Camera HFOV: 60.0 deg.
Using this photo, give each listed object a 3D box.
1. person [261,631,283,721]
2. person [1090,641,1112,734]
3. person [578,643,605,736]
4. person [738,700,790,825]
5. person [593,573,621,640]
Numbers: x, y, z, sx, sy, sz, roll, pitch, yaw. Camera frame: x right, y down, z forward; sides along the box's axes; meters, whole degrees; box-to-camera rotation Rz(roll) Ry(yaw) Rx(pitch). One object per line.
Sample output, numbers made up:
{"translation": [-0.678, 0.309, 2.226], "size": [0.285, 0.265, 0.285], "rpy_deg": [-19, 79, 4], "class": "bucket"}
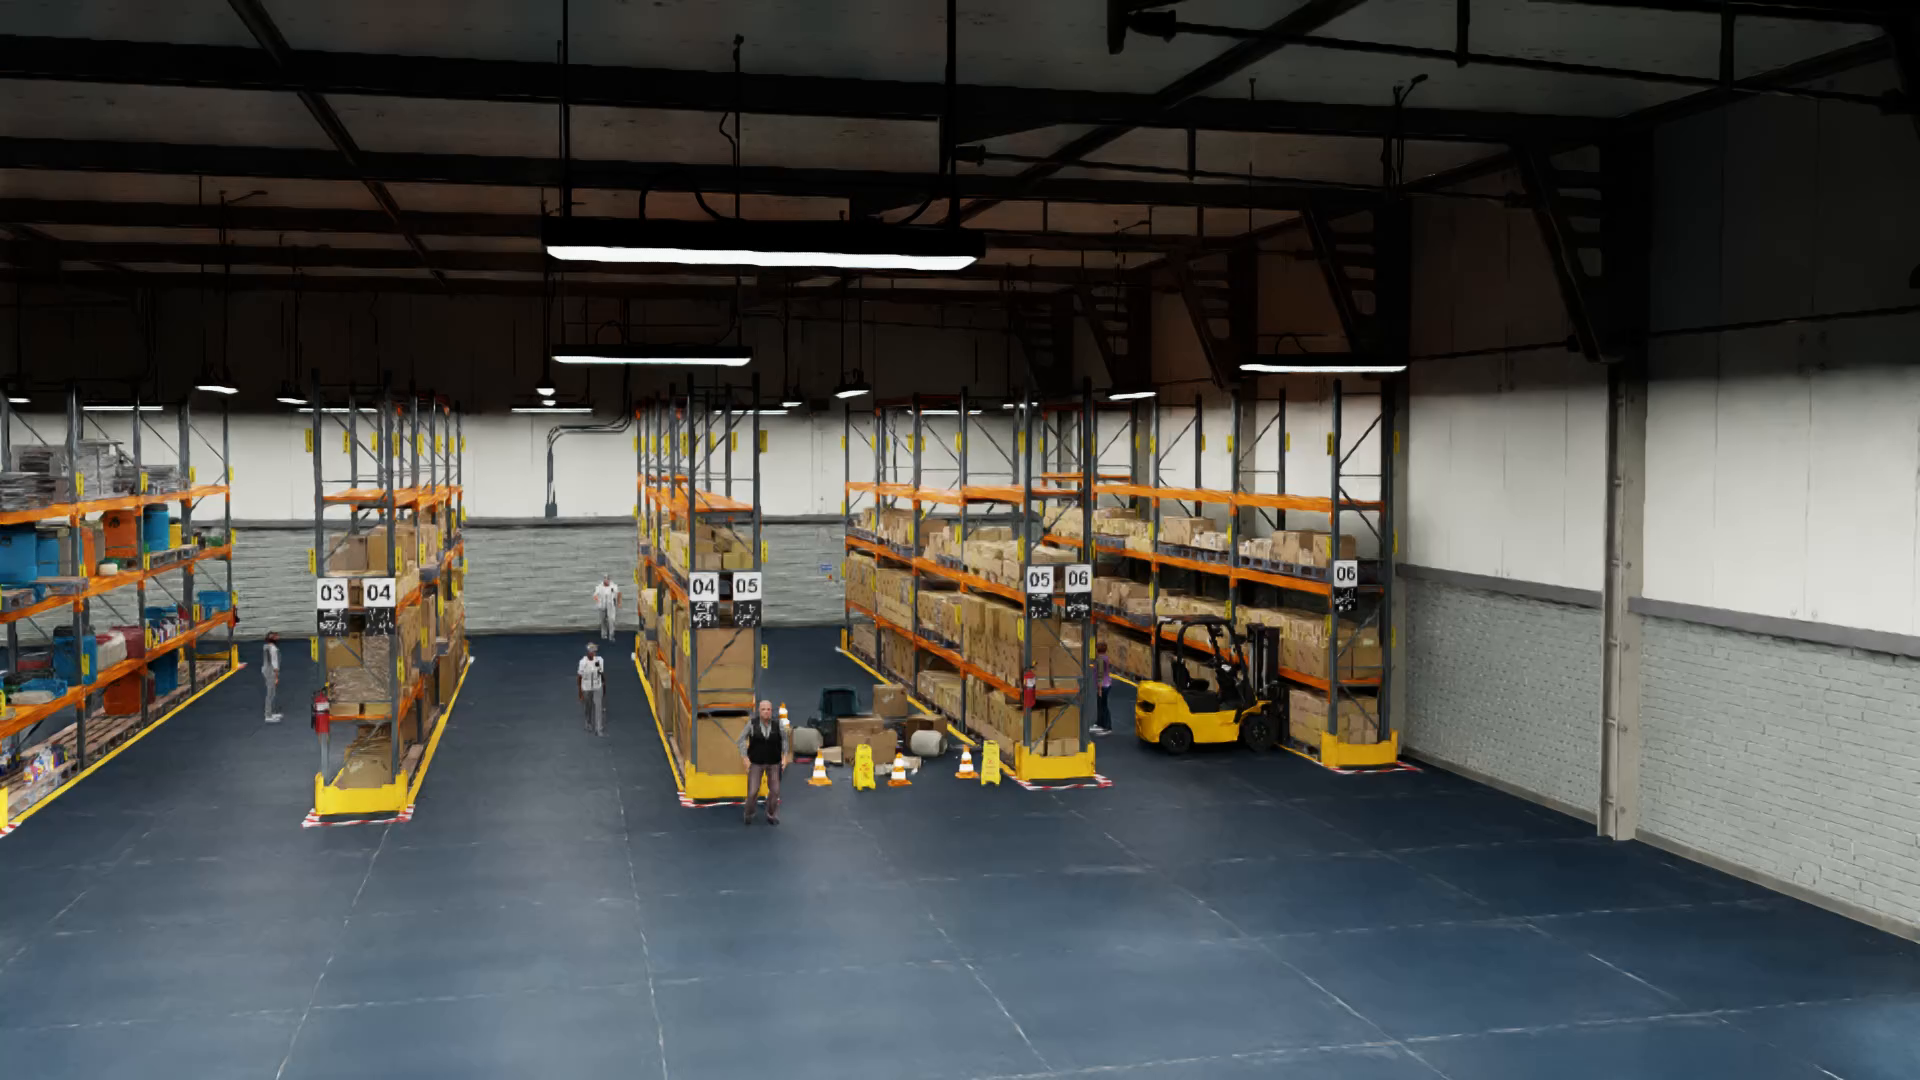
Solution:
{"translation": [-12.439, 2.449, 30.125], "size": [0.419, 1.603, 0.504], "rpy_deg": [-3, 4, -41], "class": "person"}
{"translation": [2.427, 2.587, 28.706], "size": [0.450, 1.495, 0.467], "rpy_deg": [1, 3, 17], "class": "person"}
{"translation": [-6.333, 2.540, 28.587], "size": [0.456, 1.589, 1.088], "rpy_deg": [-1, 3, -11], "class": "person"}
{"translation": [-2.568, 2.916, 21.788], "size": [0.677, 1.671, 0.534], "rpy_deg": [-1, 3, -15], "class": "person"}
{"translation": [-9.049, 1.692, 42.625], "size": [0.686, 1.709, 0.867], "rpy_deg": [0, 3, -8], "class": "person"}
